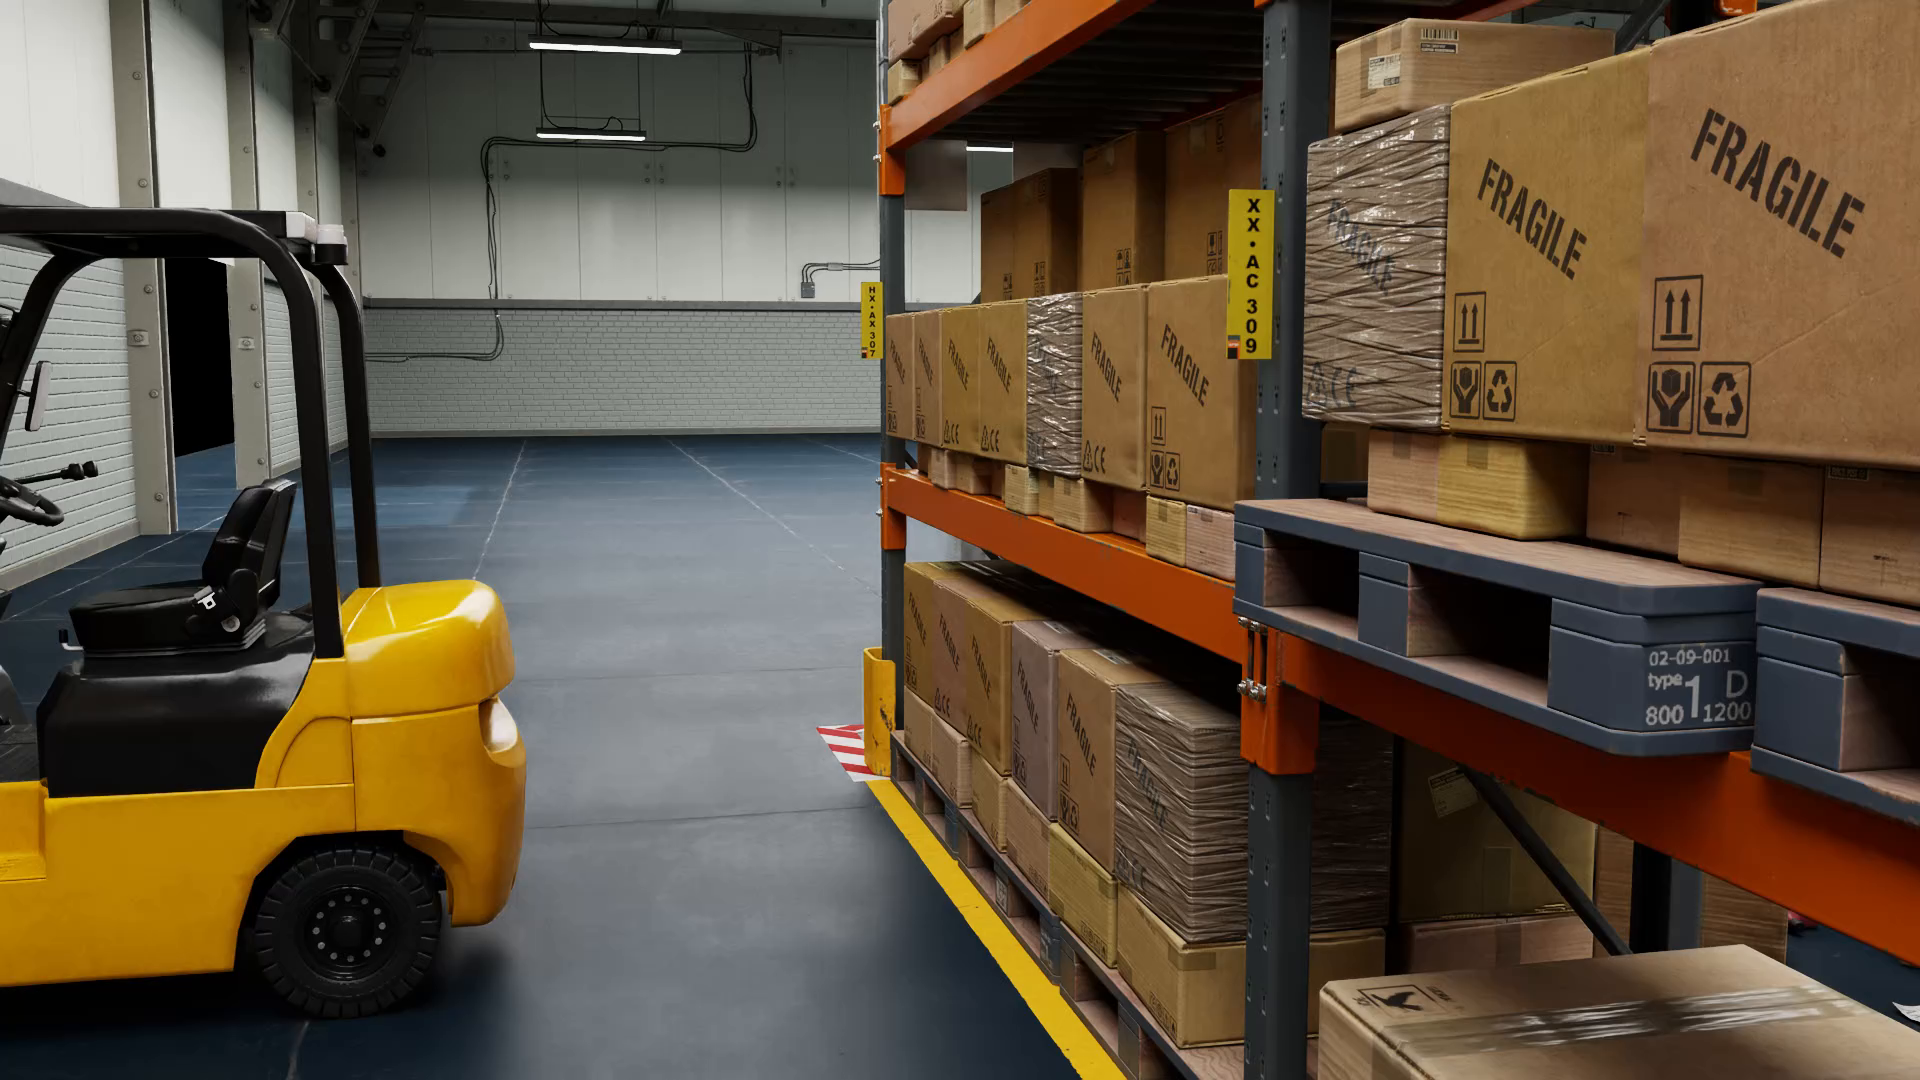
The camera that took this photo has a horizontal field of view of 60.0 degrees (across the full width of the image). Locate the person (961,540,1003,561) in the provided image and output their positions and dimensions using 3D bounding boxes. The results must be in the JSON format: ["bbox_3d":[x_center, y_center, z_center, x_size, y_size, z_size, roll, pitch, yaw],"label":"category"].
[{"bbox_3d":[0.188,-0.182,10.386,0.452,1.654,0.535,-1,6,-13],"label":"person"}]
